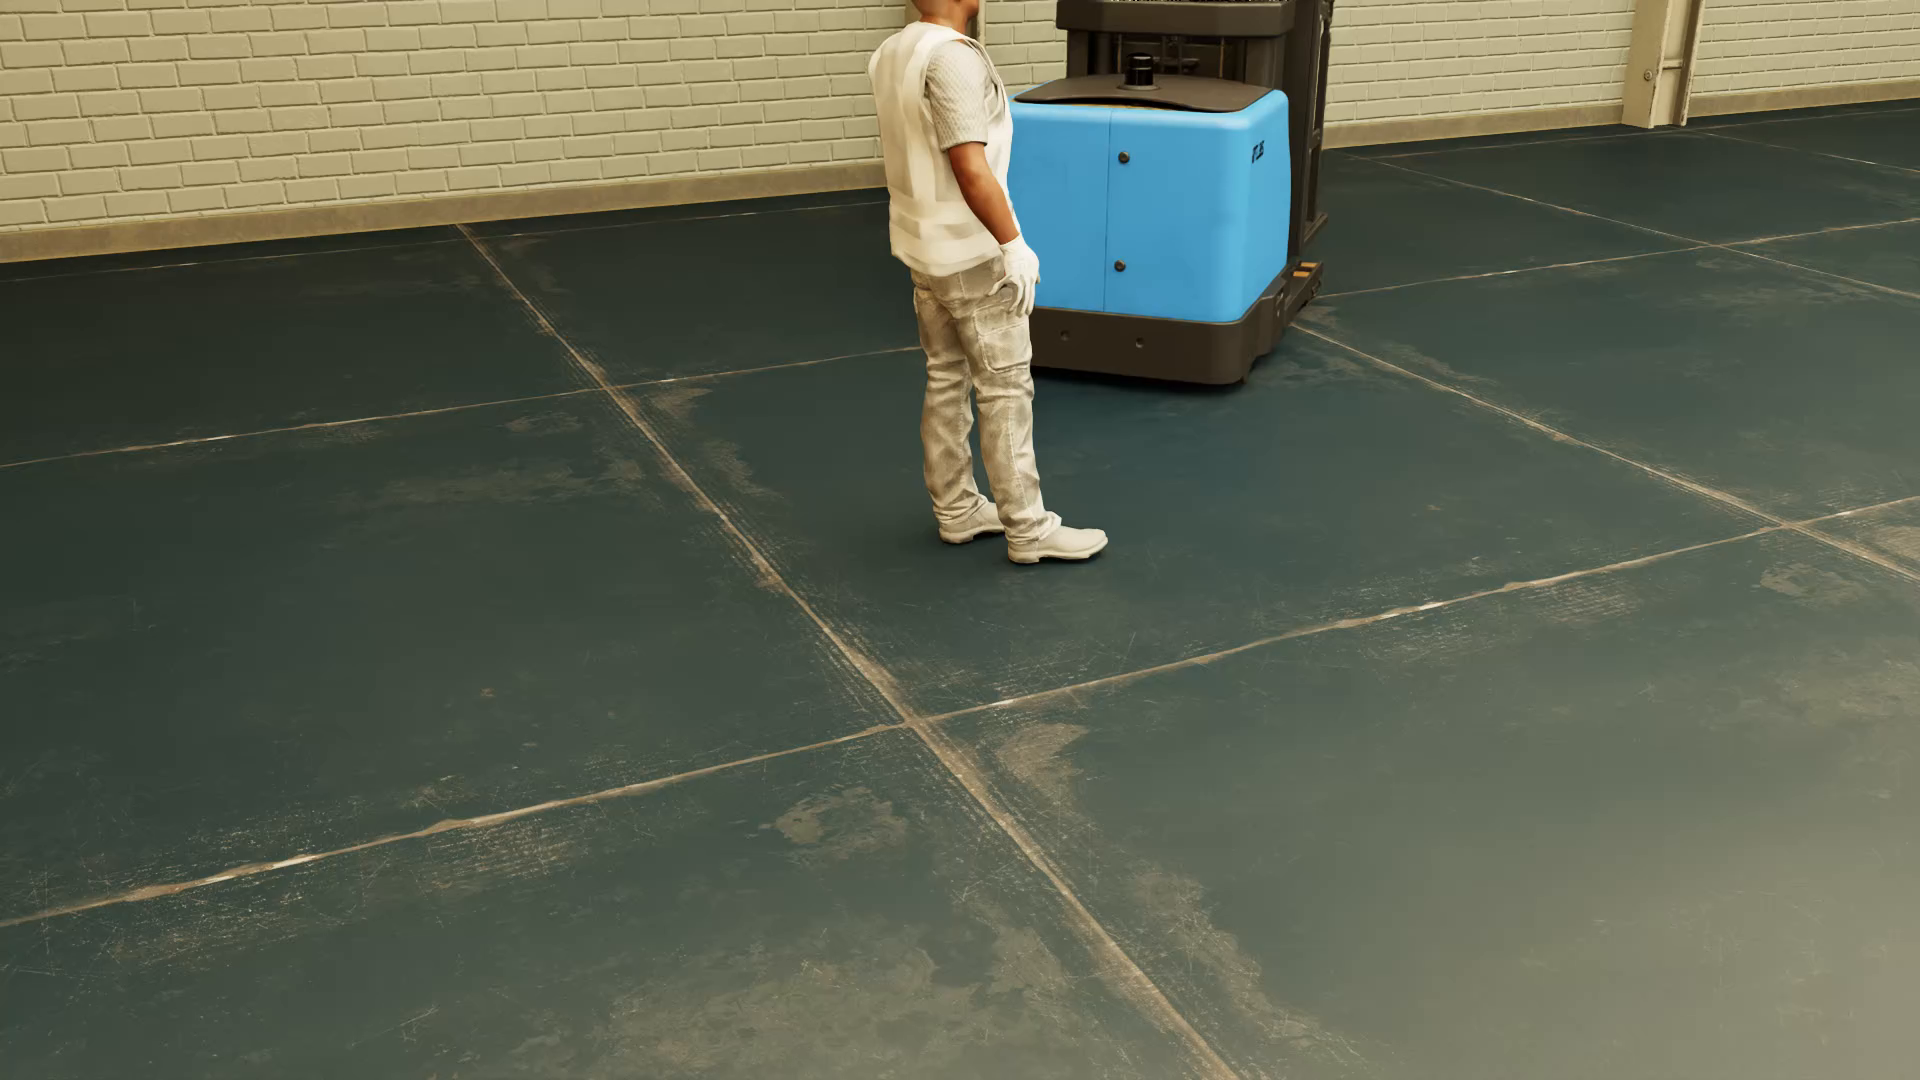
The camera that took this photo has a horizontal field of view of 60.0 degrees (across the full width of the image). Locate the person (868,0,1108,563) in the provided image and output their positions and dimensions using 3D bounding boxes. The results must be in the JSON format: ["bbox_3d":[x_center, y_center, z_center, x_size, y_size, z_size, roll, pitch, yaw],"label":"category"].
[{"bbox_3d":[0.068,-0.836,4.784,0.577,1.776,0.656,-10,25,-23],"label":"person"}]

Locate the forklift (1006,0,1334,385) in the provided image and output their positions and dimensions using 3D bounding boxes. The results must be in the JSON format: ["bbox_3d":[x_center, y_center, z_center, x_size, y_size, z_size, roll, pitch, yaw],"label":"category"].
[{"bbox_3d":[1.083,-2.482,7.260,1.130,2.935,3.031,8,24,19],"label":"forklift"}]
